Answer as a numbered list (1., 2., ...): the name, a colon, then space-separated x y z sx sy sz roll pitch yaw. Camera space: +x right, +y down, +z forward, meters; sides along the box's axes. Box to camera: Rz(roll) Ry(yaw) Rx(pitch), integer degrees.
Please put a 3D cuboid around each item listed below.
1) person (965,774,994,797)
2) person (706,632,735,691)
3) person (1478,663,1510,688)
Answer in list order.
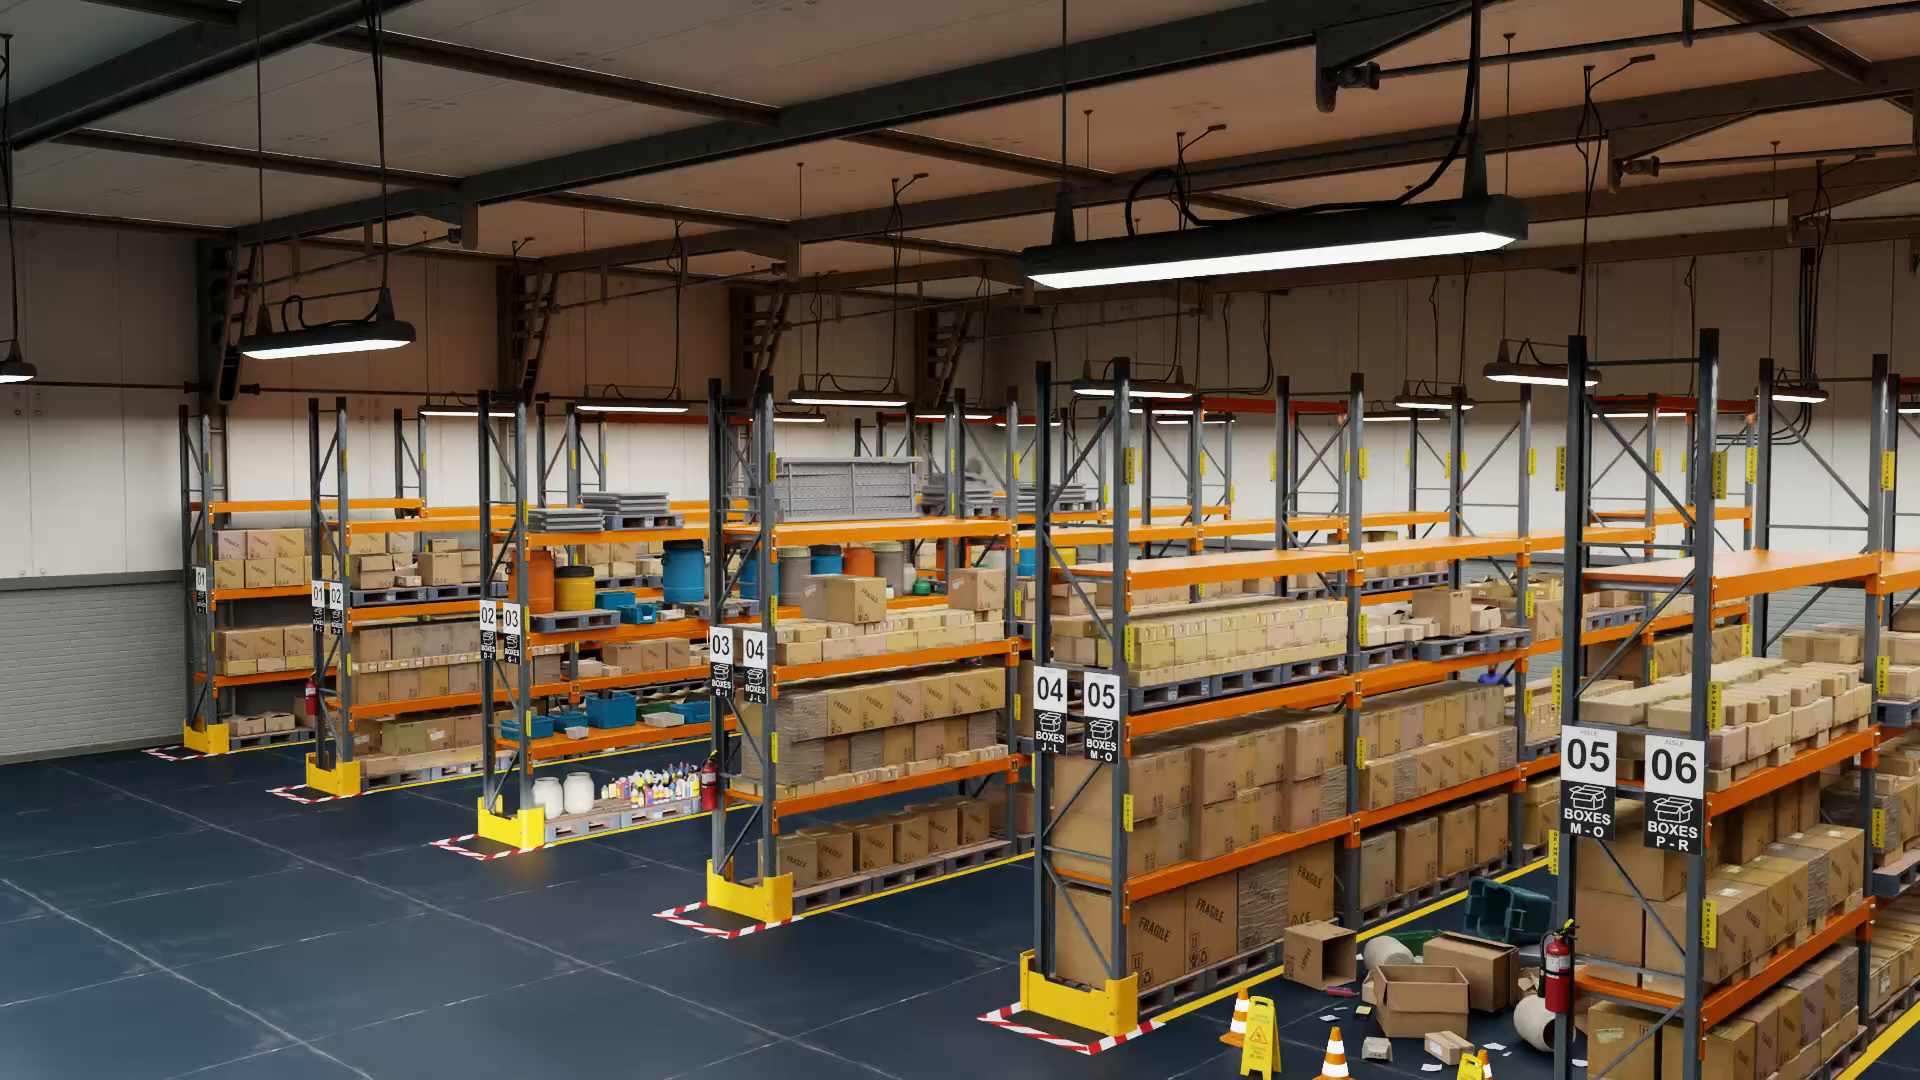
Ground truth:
1. person: 0.245 3.075 23.610 0.582 1.722 0.714 3 4 42
2. person: -4.744 2.604 32.865 0.962 1.655 0.568 -3 4 -44
3. person: 9.111 2.869 28.471 0.594 1.655 0.816 2 4 36
